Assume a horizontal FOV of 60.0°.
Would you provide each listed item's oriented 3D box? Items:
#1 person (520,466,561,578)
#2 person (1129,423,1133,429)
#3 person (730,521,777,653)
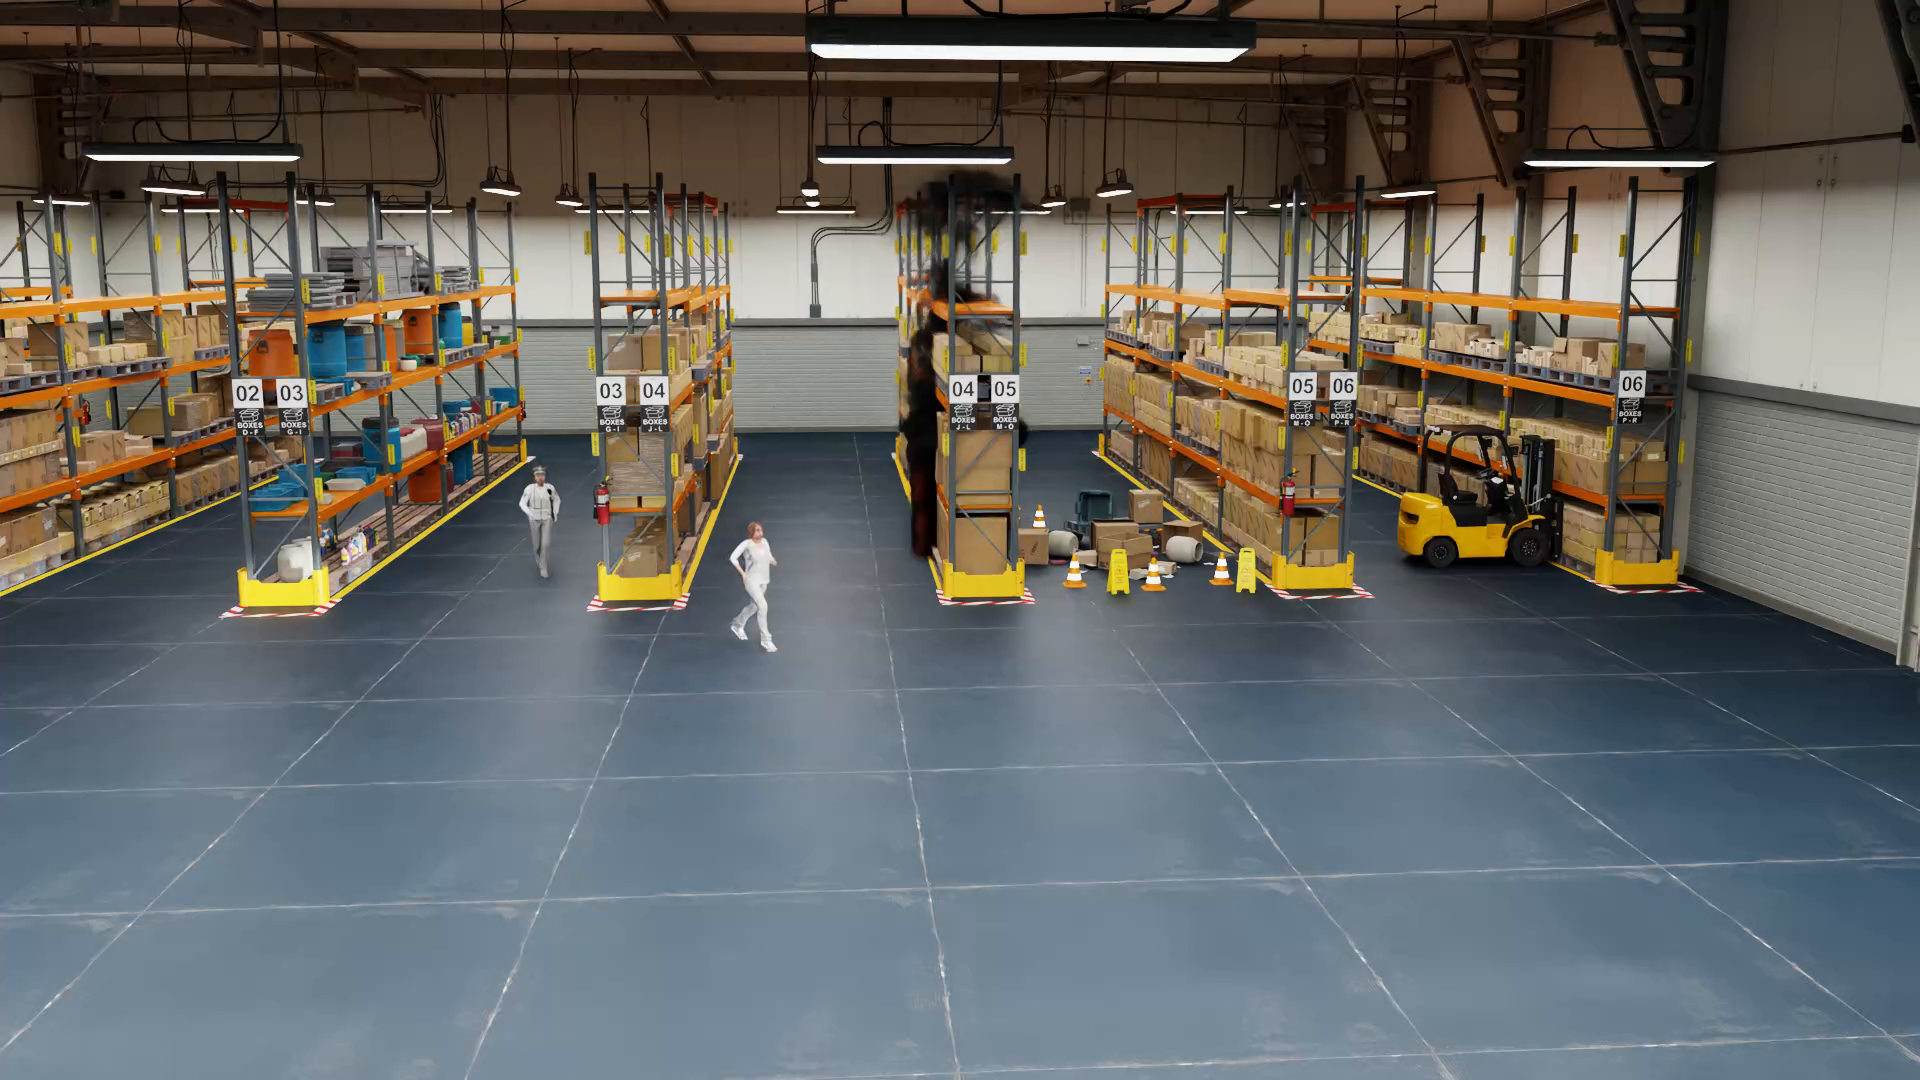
[{"bbox_3d":[-6.472,-0.311,25.689,0.623,1.688,0.773,-3,10,-15],"label":"person"},{"bbox_3d":[4.472,-3.107,41.558,0.701,1.769,0.741,4,11,22],"label":"person"},{"bbox_3d":[-2.578,0.564,20.938,0.810,1.610,0.520,8,13,37],"label":"person"}]
